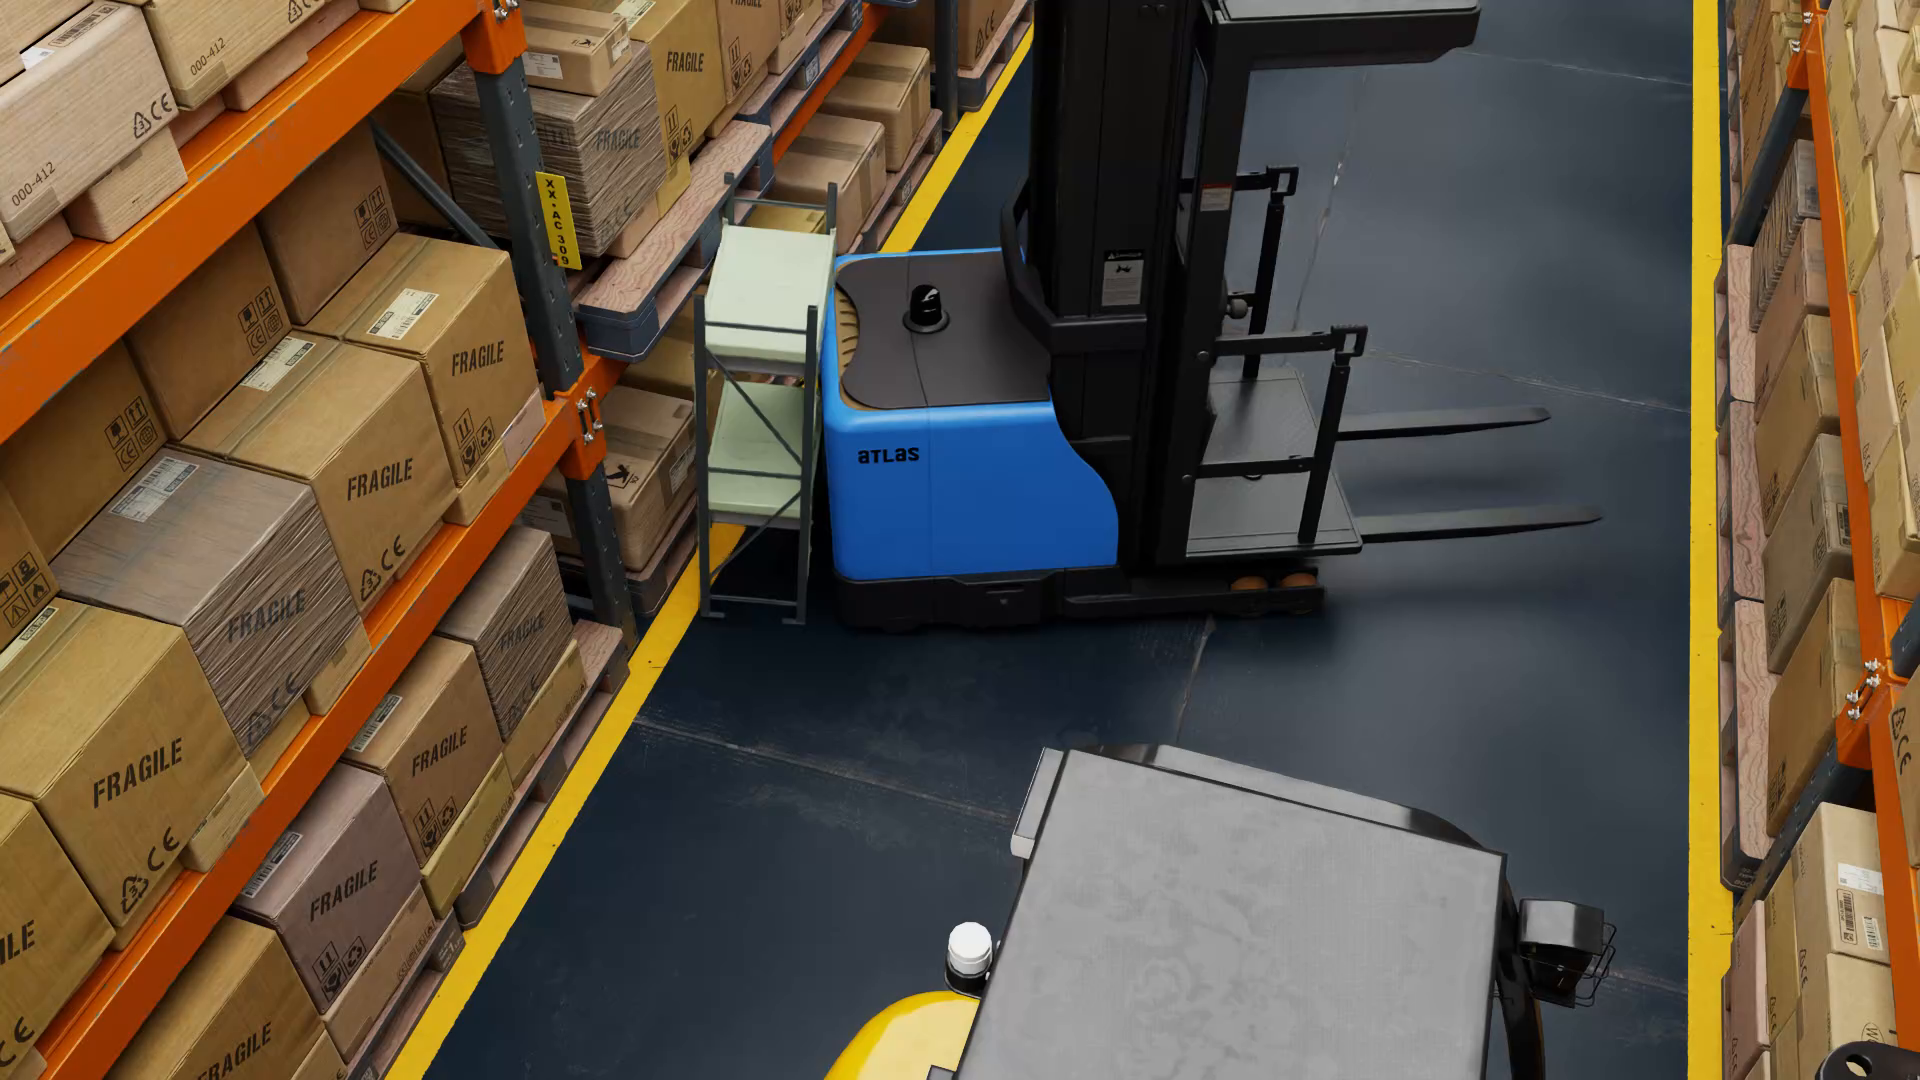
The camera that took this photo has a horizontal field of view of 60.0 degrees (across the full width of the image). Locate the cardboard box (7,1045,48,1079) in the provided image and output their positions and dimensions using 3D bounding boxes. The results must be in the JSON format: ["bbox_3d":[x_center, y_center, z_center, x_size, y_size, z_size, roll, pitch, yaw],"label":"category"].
[{"bbox_3d":[-2.241,1.154,3.605,0.380,0.149,0.250,14,46,14],"label":"cardboard box"}]

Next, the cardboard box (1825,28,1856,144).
[{"bbox_3d":[3.701,-1.735,6.485,0.500,0.250,0.500,12,46,12],"label":"cardboard box"}]

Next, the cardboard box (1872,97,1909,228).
[{"bbox_3d":[3.399,-1.223,5.605,0.500,0.250,0.500,13,46,13],"label":"cardboard box"}]

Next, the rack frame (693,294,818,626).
[{"bbox_3d":[-0.725,-0.231,5.868,0.400,1.500,0.023,5,44,-2],"label":"rack frame"}]

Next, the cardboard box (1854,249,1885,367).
[{"bbox_3d":[3.244,-0.699,5.427,0.500,0.250,0.500,13,46,13],"label":"cardboard box"}]

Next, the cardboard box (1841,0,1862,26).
[{"bbox_3d":[3.834,-2.253,6.657,0.500,0.250,0.500,12,46,12],"label":"cardboard box"}]

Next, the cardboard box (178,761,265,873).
[{"bbox_3d":[-1.978,0.641,4.130,0.380,0.149,0.250,13,46,13],"label":"cardboard box"}]

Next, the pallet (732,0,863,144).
[{"bbox_3d":[-1.067,-2.019,6.805,1.003,0.211,1.213,13,46,13],"label":"pallet"}]

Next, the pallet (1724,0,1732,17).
[{"bbox_3d":[5.227,-3.486,10.161,1.003,0.211,1.213,13,46,13],"label":"pallet"}]

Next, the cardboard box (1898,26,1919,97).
[{"bbox_3d":[3.467,-1.621,5.727,0.380,0.149,0.250,13,46,13],"label":"cardboard box"}]

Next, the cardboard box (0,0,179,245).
[{"bbox_3d":[-1.915,-0.849,3.223,0.500,0.250,0.500,12,46,12],"label":"cardboard box"}]

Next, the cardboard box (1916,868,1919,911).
[{"bbox_3d":[2.489,0.855,3.660,0.500,0.500,0.500,13,46,13],"label":"cardboard box"}]

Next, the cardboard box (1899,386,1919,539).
[{"bbox_3d":[2.919,-0.207,4.566,0.500,0.250,0.500,12,46,12],"label":"cardboard box"}]

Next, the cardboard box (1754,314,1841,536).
[{"bbox_3d":[3.629,-0.369,6.380,0.875,0.625,0.625,11,45,11],"label":"cardboard box"}]

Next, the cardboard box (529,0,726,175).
[{"bbox_3d":[-1.151,-1.627,5.684,0.500,0.500,0.500,13,46,13],"label":"cardboard box"}]

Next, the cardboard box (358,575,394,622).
[{"bbox_3d":[-1.835,0.108,4.675,0.380,0.149,0.250,12,46,12],"label":"cardboard box"}]

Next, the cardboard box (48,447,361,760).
[{"bbox_3d":[-1.917,0.149,4.169,0.500,0.500,0.500,14,46,14],"label":"cardboard box"}]

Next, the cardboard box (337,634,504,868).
[{"bbox_3d":[-1.793,0.606,5.115,0.500,0.500,0.500,13,46,13],"label":"cardboard box"}]

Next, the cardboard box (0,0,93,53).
[{"bbox_3d":[-1.906,-1.061,3.155,0.380,0.149,0.250,12,46,12],"label":"cardboard box"}]

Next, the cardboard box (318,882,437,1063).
[{"bbox_3d":[-1.951,1.230,5.014,0.500,0.250,0.500,13,46,13],"label":"cardboard box"}]

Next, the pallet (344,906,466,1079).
[{"bbox_3d":[-2.255,1.519,5.047,1.003,0.211,1.213,13,46,13],"label":"pallet"}]

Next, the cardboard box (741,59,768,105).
[{"bbox_3d":[-0.958,-1.808,6.332,0.380,0.149,0.250,13,46,13],"label":"cardboard box"}]

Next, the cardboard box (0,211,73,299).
[{"bbox_3d":[-2.007,-0.619,3.272,0.380,0.149,0.250,13,46,13],"label":"cardboard box"}]

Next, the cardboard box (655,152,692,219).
[{"bbox_3d":[-1.165,-1.275,5.788,0.380,0.149,0.250,13,46,13],"label":"cardboard box"}]

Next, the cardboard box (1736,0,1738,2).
[{"bbox_3d":[4.769,-3.326,9.491,0.500,0.500,0.500,11,45,11],"label":"cardboard box"}]

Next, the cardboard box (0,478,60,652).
[{"bbox_3d":[-2.482,0.030,3.575,0.700,0.500,0.500,12,46,12],"label":"cardboard box"}]

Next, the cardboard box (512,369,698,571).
[{"bbox_3d":[-1.561,-0.310,6.501,0.950,0.372,0.625,13,46,13],"label":"cardboard box"}]

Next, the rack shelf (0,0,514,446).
[{"bbox_3d":[-2.323,-0.231,3.211,1.077,0.370,4.000,13,46,13],"label":"rack shelf"}]

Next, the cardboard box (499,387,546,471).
[{"bbox_3d":[-1.524,-0.380,5.174,0.380,0.149,0.250,12,46,12],"label":"cardboard box"}]

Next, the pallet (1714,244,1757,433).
[{"bbox_3d":[3.939,-0.829,7.447,1.003,0.211,1.213,13,46,13],"label":"pallet"}]

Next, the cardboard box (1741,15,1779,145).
[{"bbox_3d":[4.310,-2.282,8.424,0.500,0.500,0.500,12,46,12],"label":"cardboard box"}]

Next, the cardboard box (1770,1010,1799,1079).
[{"bbox_3d":[2.423,1.547,4.333,0.500,0.250,0.500,12,46,12],"label":"cardboard box"}]

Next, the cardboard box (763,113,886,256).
[{"bbox_3d":[-0.903,-1.758,7.981,0.950,0.372,0.625,12,46,12],"label":"cardboard box"}]

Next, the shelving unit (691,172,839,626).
[{"bbox_3d":[-0.713,-0.486,6.131,0.431,1.500,0.755,5,44,-2],"label":"shelving unit"}]

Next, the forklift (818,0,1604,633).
[{"bbox_3d":[0.989,-1.116,5.795,3.031,2.935,1.130,-4,44,-4],"label":"forklift"}]

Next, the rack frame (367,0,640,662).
[{"bbox_3d":[-1.718,-0.749,5.371,1.000,3.000,0.127,13,46,13],"label":"rack frame"}]

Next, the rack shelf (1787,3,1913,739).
[{"bbox_3d":[3.620,-0.776,5.913,1.077,0.370,4.000,13,46,13],"label":"rack shelf"}]

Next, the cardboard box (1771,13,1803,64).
[{"bbox_3d":[4.187,-2.426,8.108,0.380,0.149,0.250,10,45,10],"label":"cardboard box"}]

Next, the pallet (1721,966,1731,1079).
[{"bbox_3d":[2.733,1.818,4.742,1.003,0.211,1.213,13,46,13],"label":"pallet"}]

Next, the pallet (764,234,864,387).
[{"bbox_3d":[-1.116,-1.088,7.710,1.003,0.211,1.213,13,46,13],"label":"pallet"}]

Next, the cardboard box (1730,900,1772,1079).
[{"bbox_3d":[2.552,1.385,4.856,0.500,0.250,0.500,13,46,13],"label":"cardboard box"}]

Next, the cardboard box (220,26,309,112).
[{"bbox_3d":[-1.737,-1.131,3.796,0.380,0.149,0.250,13,46,13],"label":"cardboard box"}]

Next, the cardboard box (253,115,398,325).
[{"bbox_3d":[-2.057,-1.001,4.629,0.700,0.500,0.500,12,46,12],"label":"cardboard box"}]

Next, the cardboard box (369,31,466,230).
[{"bbox_3d":[-1.796,-1.398,5.449,0.500,0.500,0.500,12,46,12],"label":"cardboard box"}]

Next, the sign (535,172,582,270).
[{"bbox_3d":[-1.198,-0.949,4.956,0.100,0.325,0.005,13,46,13],"label":"sign"}]

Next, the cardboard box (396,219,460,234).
[{"bbox_3d":[-1.825,-1.211,5.722,0.380,0.149,0.250,13,46,13],"label":"cardboard box"}]
